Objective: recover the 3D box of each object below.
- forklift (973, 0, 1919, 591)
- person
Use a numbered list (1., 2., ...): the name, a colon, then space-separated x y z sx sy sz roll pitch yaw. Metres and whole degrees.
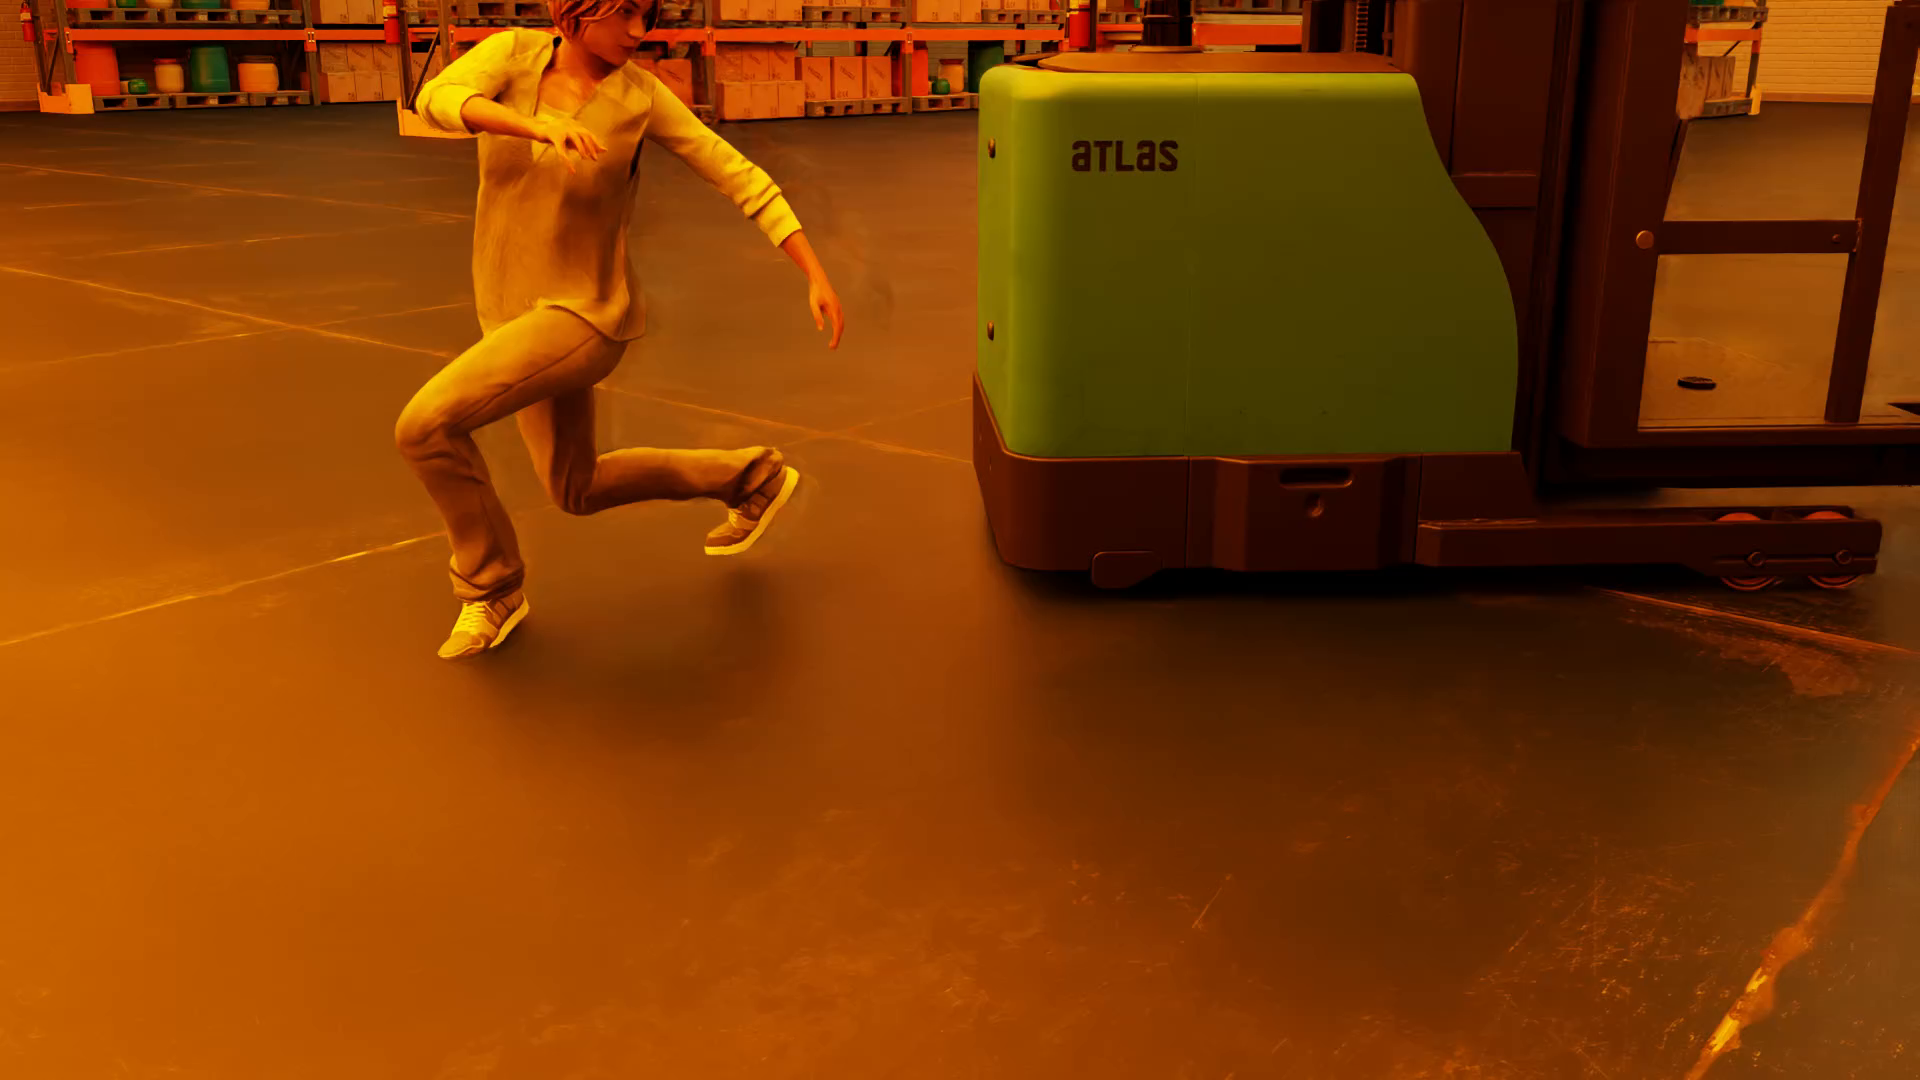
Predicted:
1. forklift: 1.573 -1.446 3.660 3.031 2.935 1.130 -1 17 -4
2. person: -0.651 -0.457 3.246 0.632 1.365 0.867 13 21 35
